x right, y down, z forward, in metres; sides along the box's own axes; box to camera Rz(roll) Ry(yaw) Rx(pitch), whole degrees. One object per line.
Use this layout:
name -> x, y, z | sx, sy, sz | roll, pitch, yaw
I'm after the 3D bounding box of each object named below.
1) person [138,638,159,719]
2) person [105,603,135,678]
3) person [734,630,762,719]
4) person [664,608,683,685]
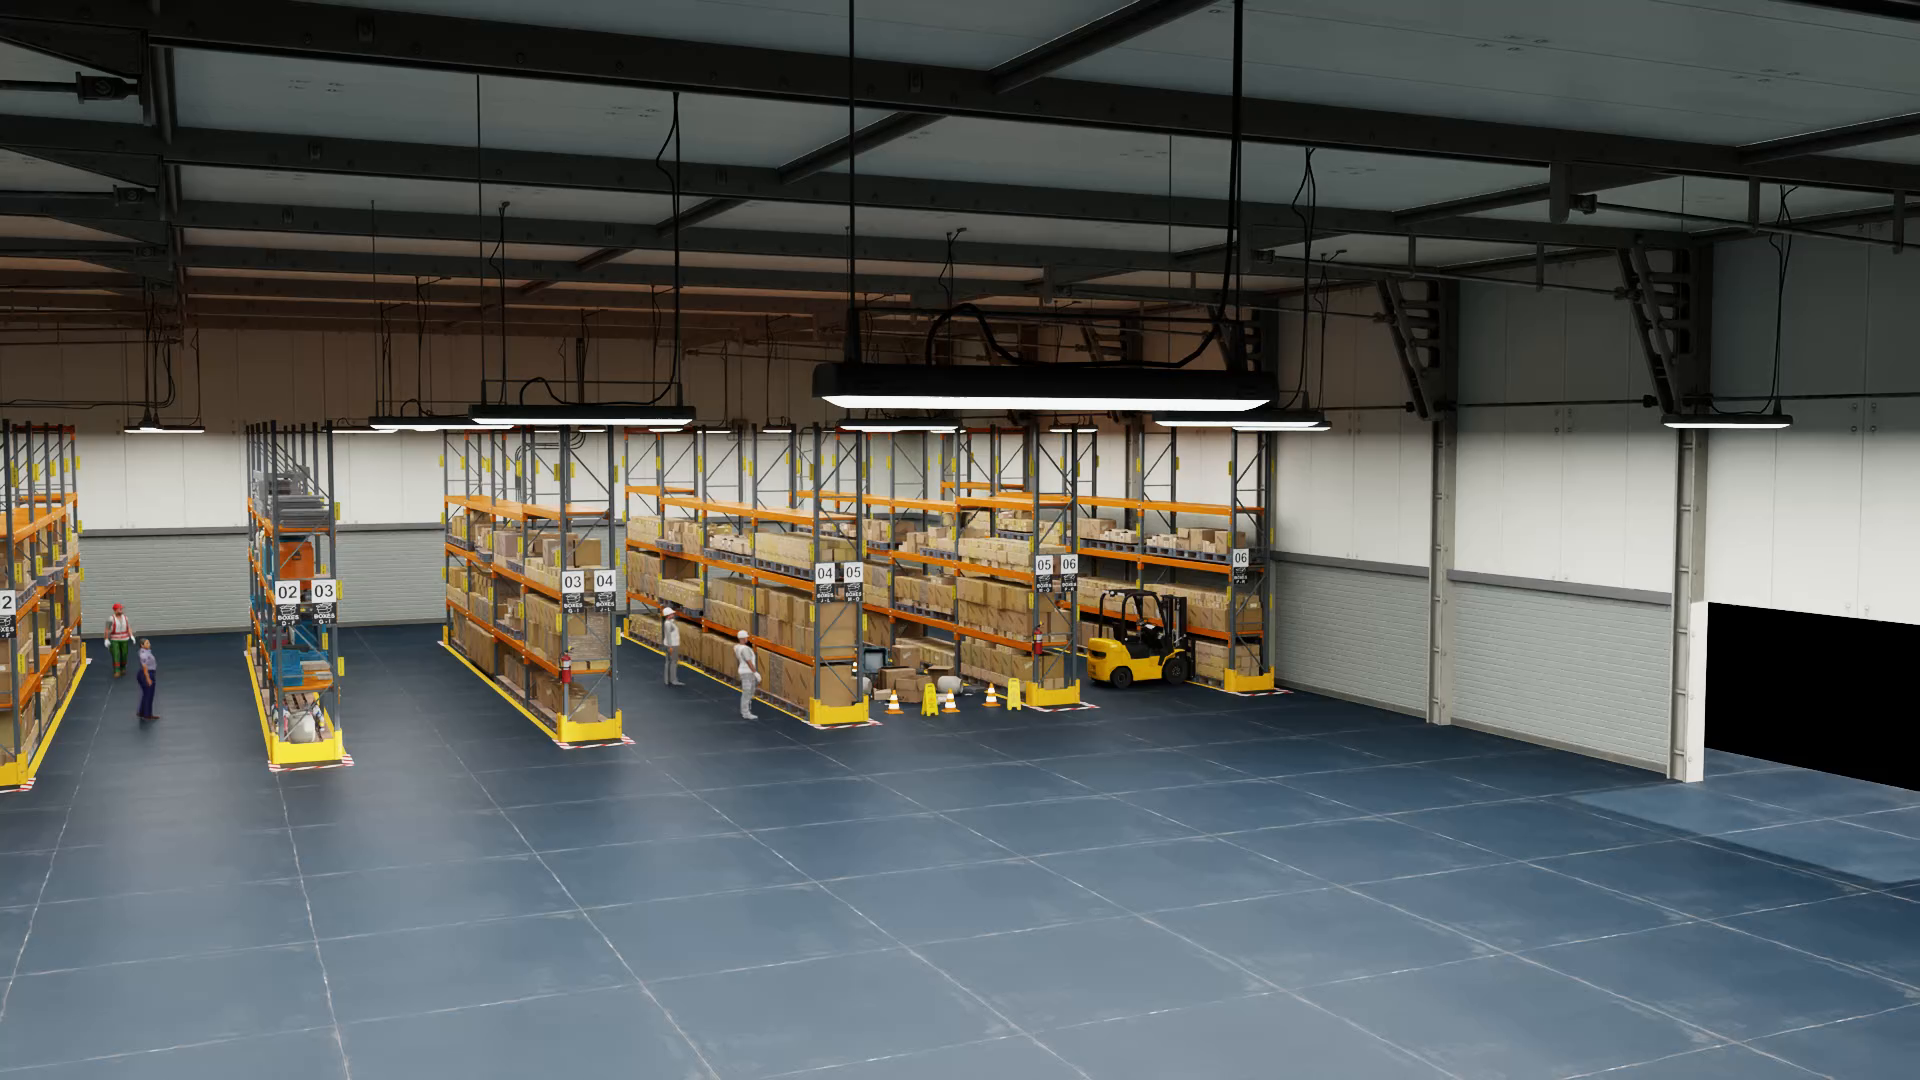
person -> -16.424, 2.809, 33.615 | 0.347, 1.683, 0.533 | -3, 5, -39
person -> -19.897, 2.367, 39.381 | 0.653, 1.733, 1.055 | -2, 4, -26
person -> -4.301, 2.738, 33.728 | 0.595, 1.831, 0.605 | 0, 4, 0
person -> -6.640, 2.449, 38.340 | 0.436, 1.788, 0.551 | -2, 4, -30
